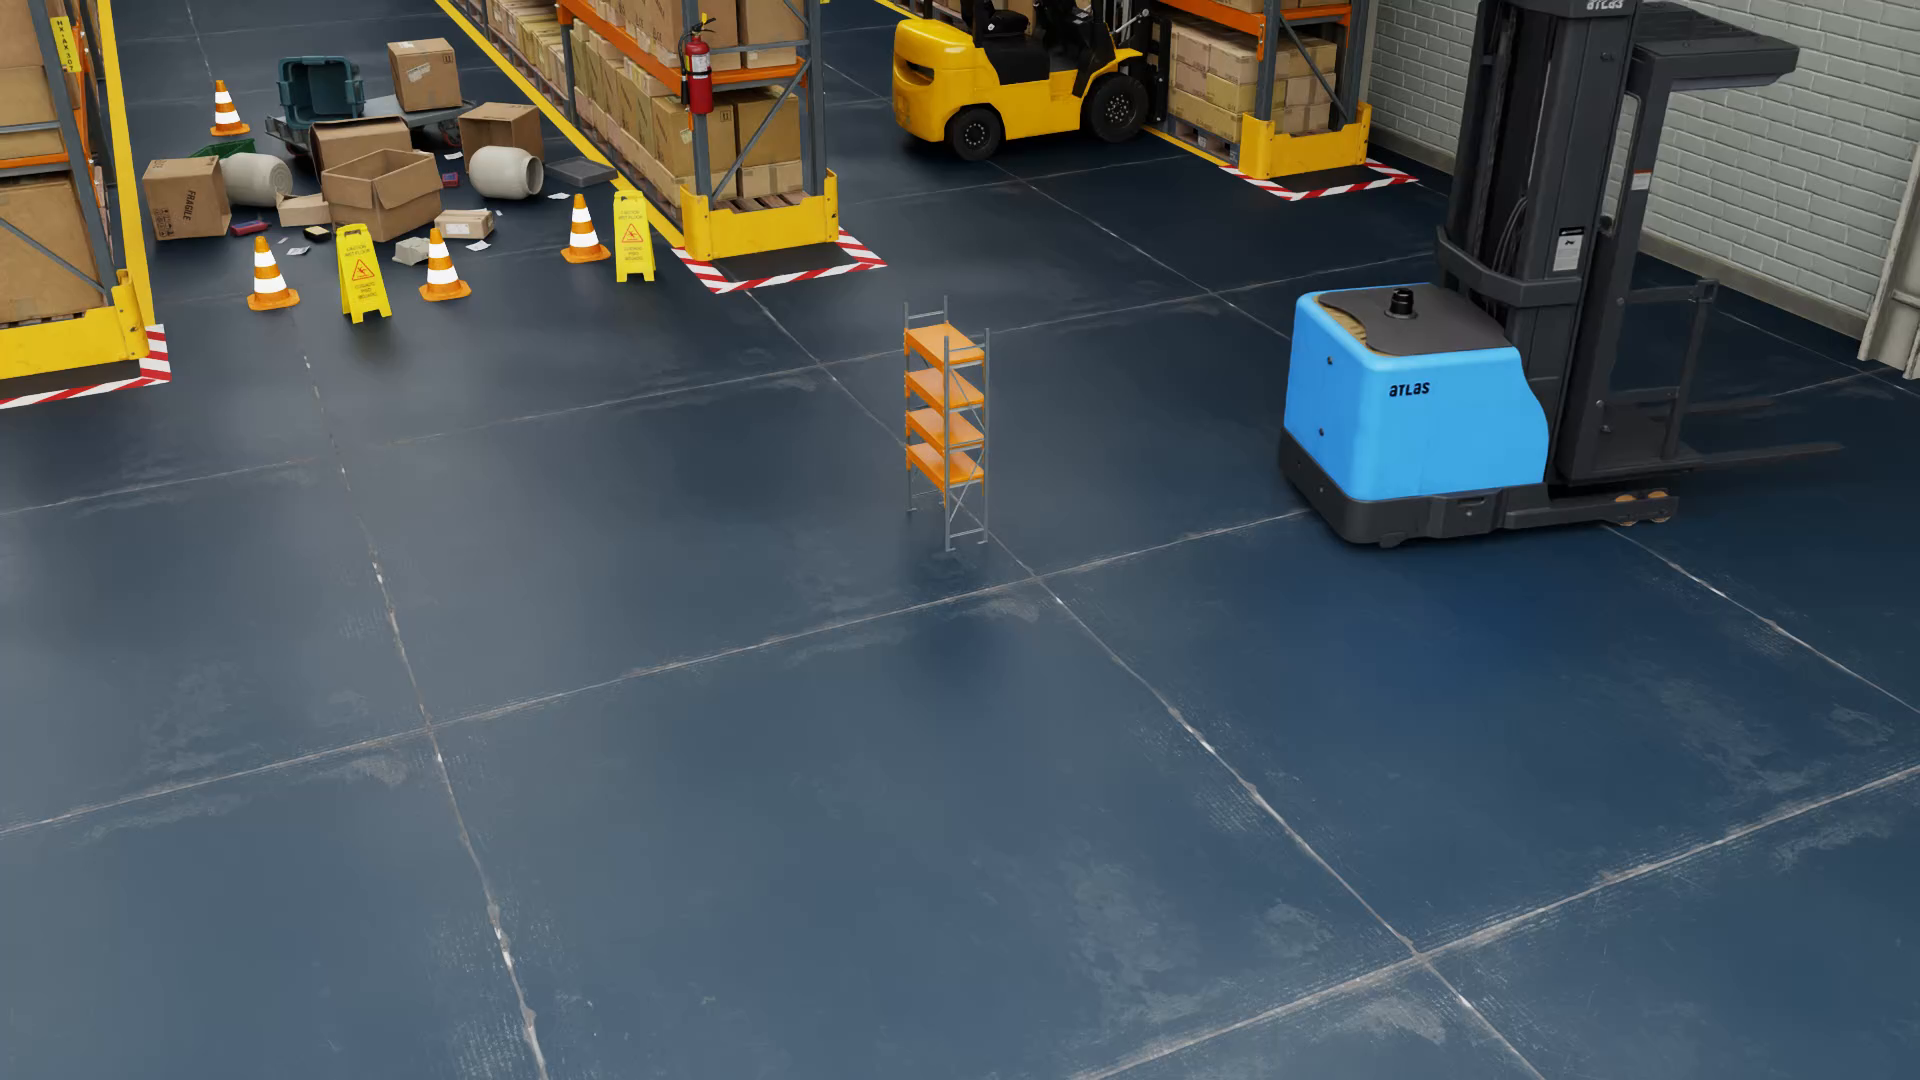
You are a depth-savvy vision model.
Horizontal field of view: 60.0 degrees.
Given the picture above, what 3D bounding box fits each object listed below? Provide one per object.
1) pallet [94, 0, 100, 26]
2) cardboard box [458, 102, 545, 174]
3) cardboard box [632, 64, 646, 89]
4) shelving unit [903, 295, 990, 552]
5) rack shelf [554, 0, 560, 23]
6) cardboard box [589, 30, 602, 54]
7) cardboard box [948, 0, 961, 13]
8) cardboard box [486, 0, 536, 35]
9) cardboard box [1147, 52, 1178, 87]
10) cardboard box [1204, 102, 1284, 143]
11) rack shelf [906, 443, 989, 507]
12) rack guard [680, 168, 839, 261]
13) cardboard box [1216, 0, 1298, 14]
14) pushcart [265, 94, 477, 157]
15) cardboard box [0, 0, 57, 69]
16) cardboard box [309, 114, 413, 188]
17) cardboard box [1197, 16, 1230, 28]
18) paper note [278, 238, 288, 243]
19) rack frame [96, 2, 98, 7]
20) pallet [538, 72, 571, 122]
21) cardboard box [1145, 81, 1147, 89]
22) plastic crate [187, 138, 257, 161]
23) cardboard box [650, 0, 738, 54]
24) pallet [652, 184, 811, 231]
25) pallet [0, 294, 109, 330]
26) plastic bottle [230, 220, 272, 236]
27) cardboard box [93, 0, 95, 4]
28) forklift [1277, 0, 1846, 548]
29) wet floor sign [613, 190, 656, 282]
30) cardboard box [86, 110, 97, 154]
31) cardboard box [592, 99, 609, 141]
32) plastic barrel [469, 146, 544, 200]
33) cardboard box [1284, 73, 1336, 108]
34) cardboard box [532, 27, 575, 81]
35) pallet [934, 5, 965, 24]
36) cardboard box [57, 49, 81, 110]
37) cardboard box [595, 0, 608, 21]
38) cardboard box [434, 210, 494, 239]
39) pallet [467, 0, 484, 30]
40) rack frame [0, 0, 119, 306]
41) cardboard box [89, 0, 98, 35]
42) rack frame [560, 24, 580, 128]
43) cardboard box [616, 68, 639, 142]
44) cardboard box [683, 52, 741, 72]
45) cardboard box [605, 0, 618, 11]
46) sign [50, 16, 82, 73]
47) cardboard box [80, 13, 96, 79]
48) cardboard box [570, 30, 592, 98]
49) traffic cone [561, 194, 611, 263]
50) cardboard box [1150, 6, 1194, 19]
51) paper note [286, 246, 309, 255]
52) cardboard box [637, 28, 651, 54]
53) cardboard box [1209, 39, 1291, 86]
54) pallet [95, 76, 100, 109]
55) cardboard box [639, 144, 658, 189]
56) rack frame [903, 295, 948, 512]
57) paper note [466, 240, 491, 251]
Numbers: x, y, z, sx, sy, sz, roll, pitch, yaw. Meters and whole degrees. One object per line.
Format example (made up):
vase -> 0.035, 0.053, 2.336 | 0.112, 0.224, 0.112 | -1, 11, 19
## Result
pallet -> -10.730, -6.212, 19.612 | 1.003, 0.211, 1.213 | -13, 32, -22
cardboard box -> -3.973, -3.473, 14.431 | 0.500, 0.500, 0.500 | 7, 30, 13
cardboard box -> -2.390, -3.708, 13.247 | 0.380, 0.149, 0.250 | -13, 32, -21
shelving unit -> -0.071, -0.596, 8.587 | 0.258, 1.200, 0.503 | -13, 32, -22
rack shelf -> -4.063, -5.891, 16.925 | 1.077, 0.370, 4.000 | -13, 32, -22
cardboard box -> -2.973, -4.304, 14.310 | 0.380, 0.149, 0.250 | -12, 31, -20
cardboard box -> 0.392, -6.417, 19.126 | 0.875, 0.625, 0.625 | -14, 32, -24
cardboard box -> -4.688, -5.874, 18.416 | 0.950, 0.372, 0.625 | -15, 33, -25
cardboard box -> 2.057, -4.397, 15.396 | 0.500, 0.250, 0.500 | -14, 32, -23
cardboard box -> 2.507, -3.724, 14.706 | 0.500, 0.250, 0.500 | -13, 32, -22
rack shelf -> -0.071, -0.365, 8.717 | 0.258, 0.148, 0.480 | -13, 32, -22
rack guard -> -1.520, -2.498, 12.694 | 1.175, 0.500, 0.348 | -13, 32, -22
cardboard box -> 2.546, -4.804, 14.149 | 0.500, 0.500, 0.500 | -14, 32, -23
pushcart -> -5.242, -3.677, 14.922 | 0.936, 0.377, 1.648 | 26, 38, 38
cardboard box -> -6.038, -3.179, 10.095 | 0.875, 0.550, 0.550 | -13, 32, -22
cardboard box -> -4.936, -3.181, 13.769 | 0.797, 0.637, 0.503 | -13, 32, -22
cardboard box -> 2.536, -4.714, 15.449 | 0.500, 0.250, 0.500 | -13, 32, -22
paper note -> -5.241, -2.320, 12.877 | 0.032, 0.001, 0.123 | 2, 29, 4
rack frame -> -11.066, -7.772, 19.542 | 1.000, 3.000, 0.127 | -13, 32, -22
pallet -> -3.540, -4.449, 16.468 | 1.003, 0.211, 1.213 | -13, 32, -22
cardboard box -> 1.853, -4.393, 15.899 | 0.500, 0.250, 0.500 | -12, 31, -20
plastic crate -> -6.374, -3.235, 14.268 | 0.450, 0.188, 0.662 | -7, 28, 9
cardboard box -> -1.969, -3.910, 12.250 | 0.500, 0.500, 0.500 | -14, 32, -23
pallet -> -1.836, -2.738, 13.418 | 1.003, 0.211, 1.213 | -13, 32, -22
pallet -> -6.328, -1.591, 11.372 | 1.003, 0.211, 1.213 | -13, 32, -22
plastic bottle -> -5.573, -2.459, 13.074 | 0.133, 0.061, 0.283 | 26, 38, 38
cardboard box -> -10.521, -6.590, 19.562 | 0.500, 0.500, 0.500 | -14, 32, -23
forklift -> 3.359, -1.597, 8.601 | 3.031, 2.935, 1.130 | -6, 30, -11
wet floor sign -> -2.372, -2.219, 12.048 | 0.267, 0.644, 0.232 | -3, 29, -5
cardboard box -> -7.979, -3.695, 14.143 | 1.050, 0.750, 0.750 | -13, 32, -22
cardboard box -> -2.955, -3.755, 14.761 | 0.500, 0.250, 0.500 | -11, 31, -19
plastic barrel -> -3.741, -3.026, 13.713 | 0.512, 0.421, 0.421 | 7, 30, 13
cardboard box -> 2.980, -4.052, 14.780 | 0.500, 0.250, 0.500 | -12, 32, -21
cardboard box -> -3.743, -4.907, 16.691 | 0.950, 0.372, 0.625 | -11, 31, -19
pallet -> 0.398, -6.006, 19.245 | 1.003, 0.211, 1.213 | -13, 32, -22
cardboard box -> -6.497, -3.203, 11.241 | 0.875, 0.550, 0.550 | -13, 32, -22
cardboard box -> -2.818, -4.439, 13.855 | 0.380, 0.149, 0.250 | -13, 32, -22
cardboard box -> -3.874, -2.466, 12.995 | 0.380, 0.149, 0.250 | 2, 29, 4
pallet -> -5.192, -6.236, 19.656 | 1.003, 0.211, 1.213 | -13, 32, -22
rack frame -> -5.914, -2.471, 10.089 | 1.000, 3.000, 0.127 | -13, 32, -22
cardboard box -> -9.641, -5.685, 17.948 | 0.500, 0.500, 0.500 | -13, 32, -21
rack frame -> -3.204, -5.322, 15.174 | 1.000, 3.000, 0.127 | -13, 32, -22
cardboard box -> -2.504, -3.619, 13.752 | 0.500, 0.500, 0.500 | -14, 32, -23
cardboard box -> -1.841, -3.565, 12.298 | 0.380, 0.149, 0.250 | -12, 31, -20
cardboard box -> -2.592, -4.582, 13.448 | 0.500, 0.500, 0.500 | -13, 32, -21
sign -> -5.410, -2.997, 10.061 | 0.100, 0.325, 0.005 | -13, 32, -22
cardboard box -> -9.168, -4.919, 16.326 | 1.050, 0.750, 0.750 | -14, 32, -23
cardboard box -> -3.195, -4.315, 14.994 | 0.500, 0.500, 0.500 | -12, 31, -20
traffic cone -> -2.837, -2.367, 12.499 | 0.336, 0.463, 0.334 | -13, 32, -22
cardboard box -> 1.854, -4.827, 15.651 | 0.500, 0.250, 0.500 | -14, 32, -23
paper note -> -5.036, -2.206, 12.654 | 0.144, 0.017, 0.142 | -3, 29, -5
cardboard box -> -2.278, -3.879, 12.858 | 0.380, 0.149, 0.250 | -13, 32, -21
cardboard box -> 2.515, -4.157, 14.455 | 0.500, 0.250, 0.500 | -12, 31, -20
pallet -> -9.078, -4.424, 16.424 | 1.003, 0.211, 1.213 | -13, 32, -22
cardboard box -> -2.292, -3.070, 13.539 | 0.500, 0.250, 0.500 | -13, 32, -22
rack frame -> -0.176, -0.704, 8.779 | 0.240, 1.200, 0.015 | -13, 32, -22
paper note -> -3.690, -2.259, 12.748 | 0.142, 0.019, 0.148 | 26, 38, 38
